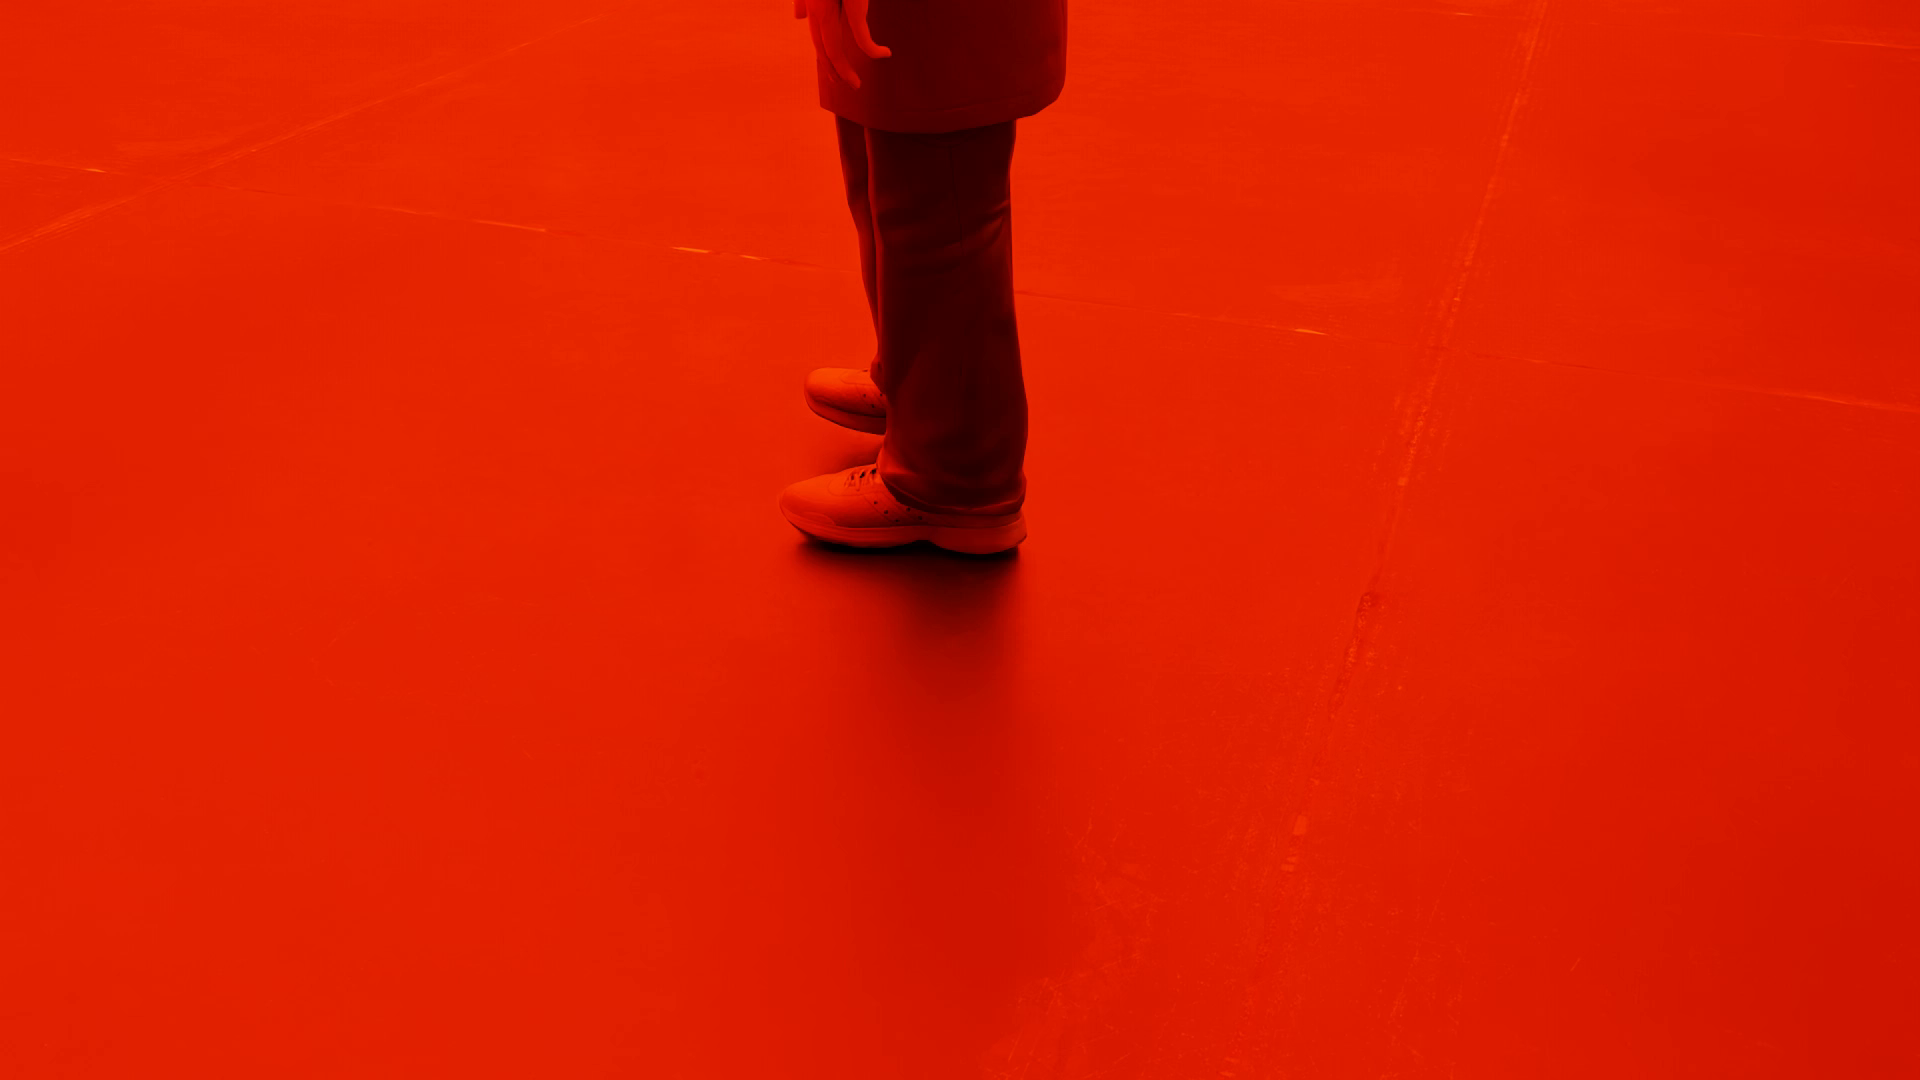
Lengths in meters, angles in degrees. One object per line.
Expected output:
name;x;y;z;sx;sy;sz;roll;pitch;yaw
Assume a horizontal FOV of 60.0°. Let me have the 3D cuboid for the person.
person;-0.084;-0.798;2.090;0.583;1.775;0.696;10;31;18
